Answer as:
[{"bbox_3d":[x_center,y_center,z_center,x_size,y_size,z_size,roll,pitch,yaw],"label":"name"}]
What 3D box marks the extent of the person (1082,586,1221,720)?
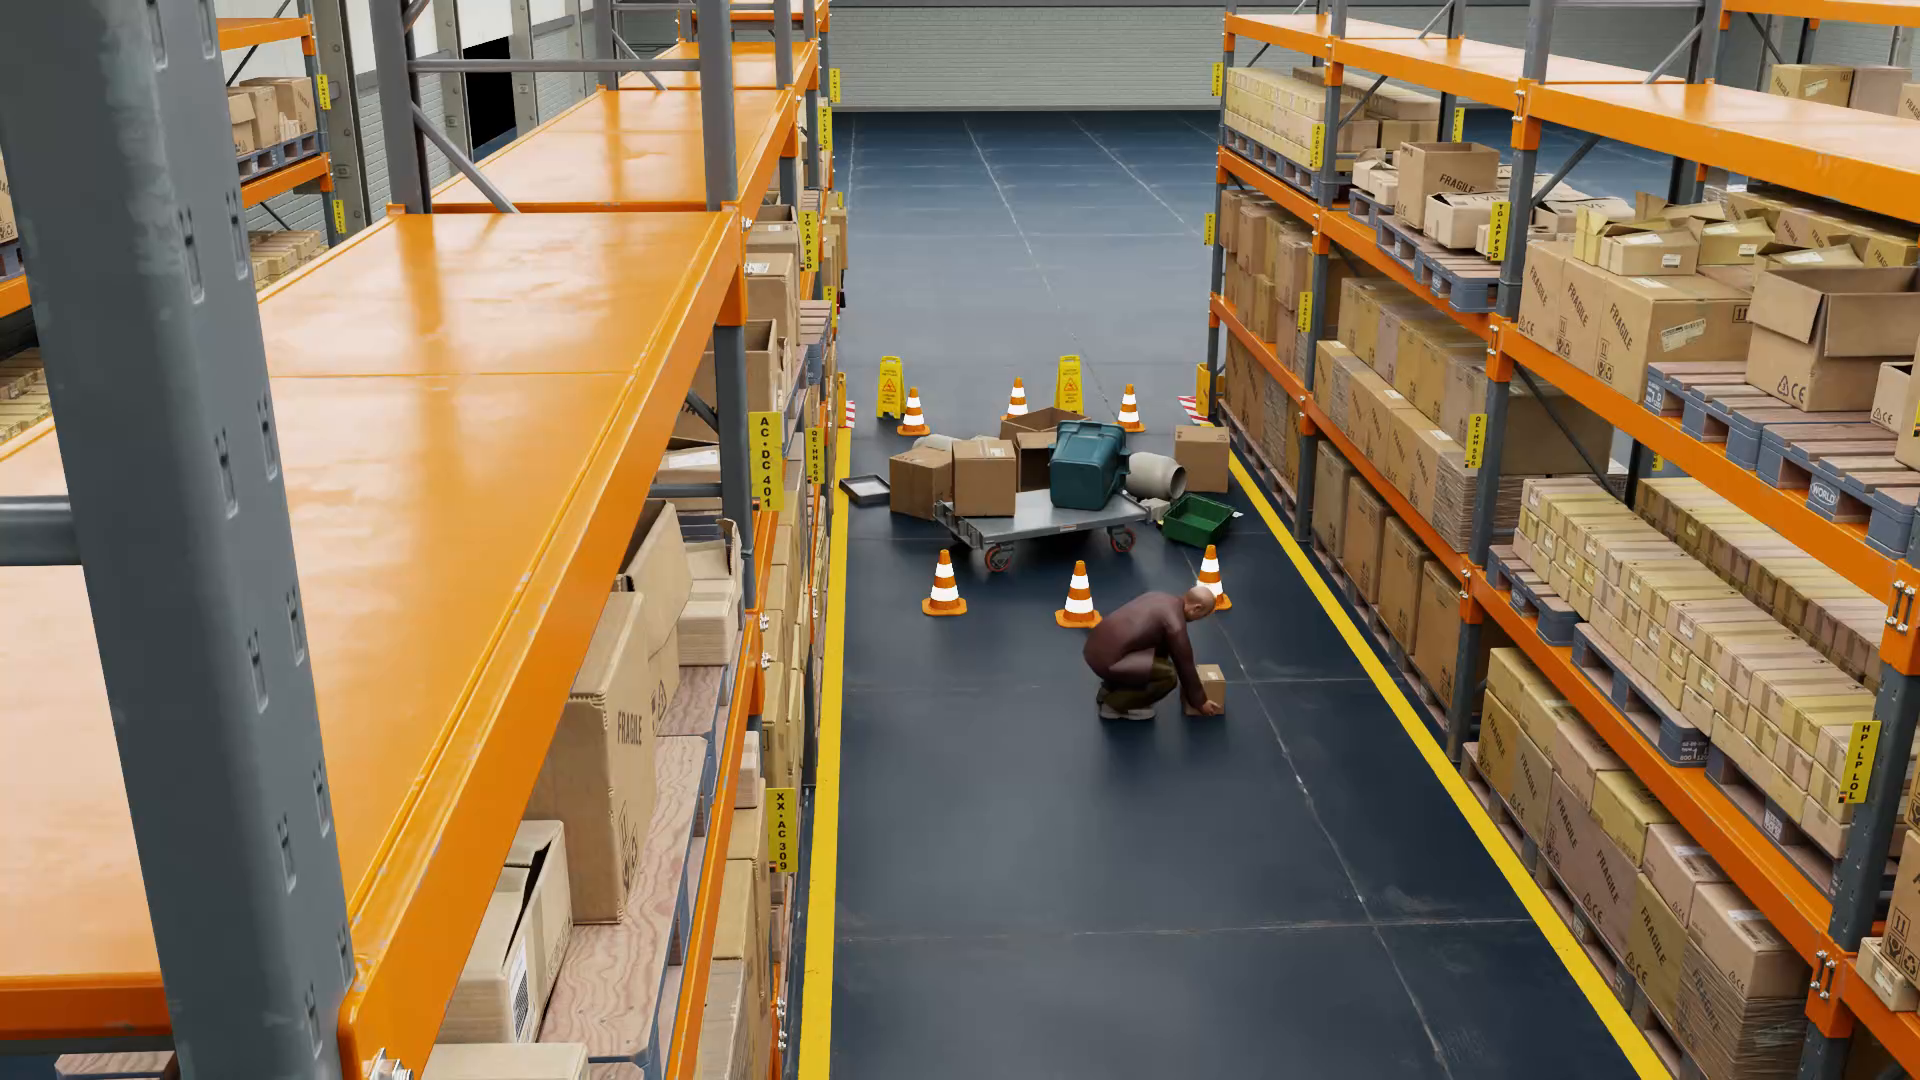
[{"bbox_3d":[1.261,0.765,10.984,0.905,0.856,0.589,-1,20,-3],"label":"person"}]
